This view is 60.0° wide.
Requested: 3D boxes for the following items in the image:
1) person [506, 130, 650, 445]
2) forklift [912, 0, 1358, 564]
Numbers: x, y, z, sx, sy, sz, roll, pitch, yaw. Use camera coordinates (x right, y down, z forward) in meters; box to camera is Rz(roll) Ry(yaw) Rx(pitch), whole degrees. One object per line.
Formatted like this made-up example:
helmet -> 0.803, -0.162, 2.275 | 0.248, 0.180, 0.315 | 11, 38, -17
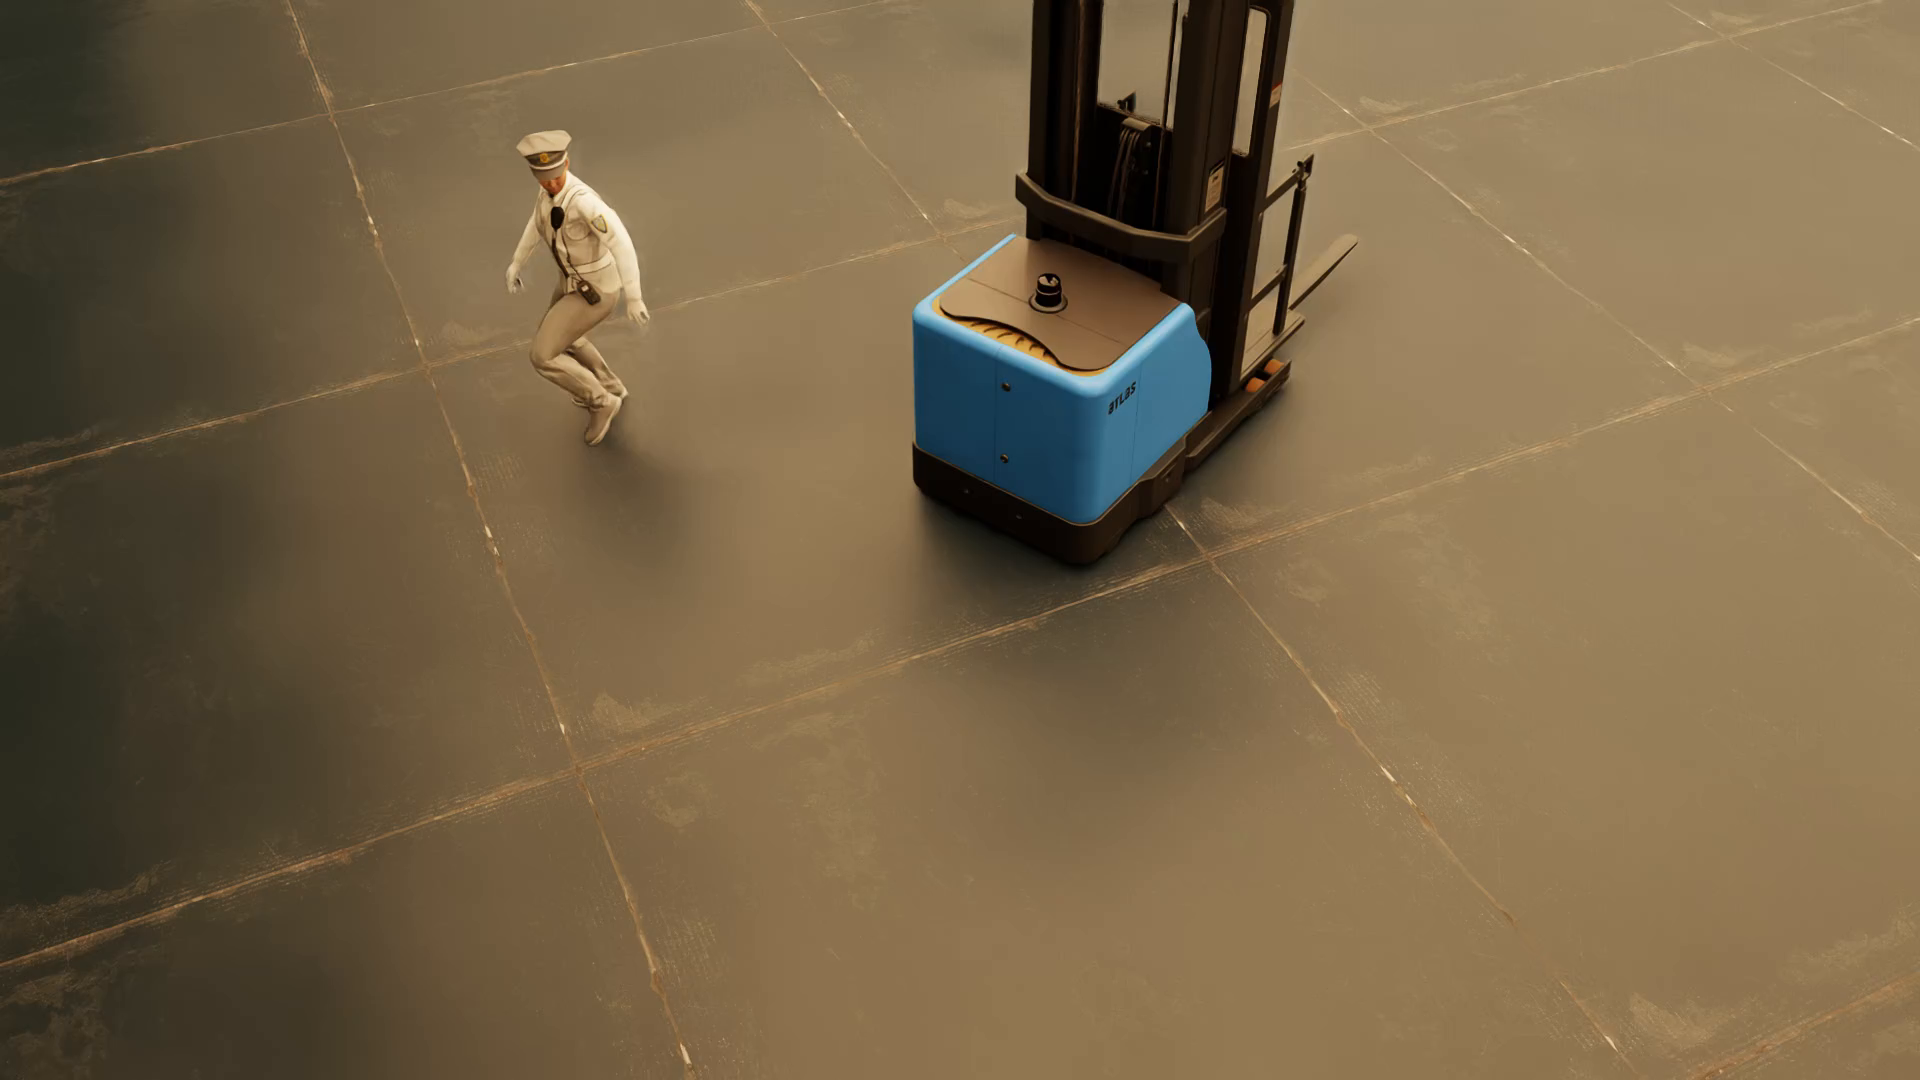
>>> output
person -> -1.850, -1.209, 7.976 | 0.615, 1.581, 0.703 | -12, 44, -13
forklift -> 1.059, -1.920, 7.737 | 1.130, 2.935, 3.031 | 27, 49, 26
